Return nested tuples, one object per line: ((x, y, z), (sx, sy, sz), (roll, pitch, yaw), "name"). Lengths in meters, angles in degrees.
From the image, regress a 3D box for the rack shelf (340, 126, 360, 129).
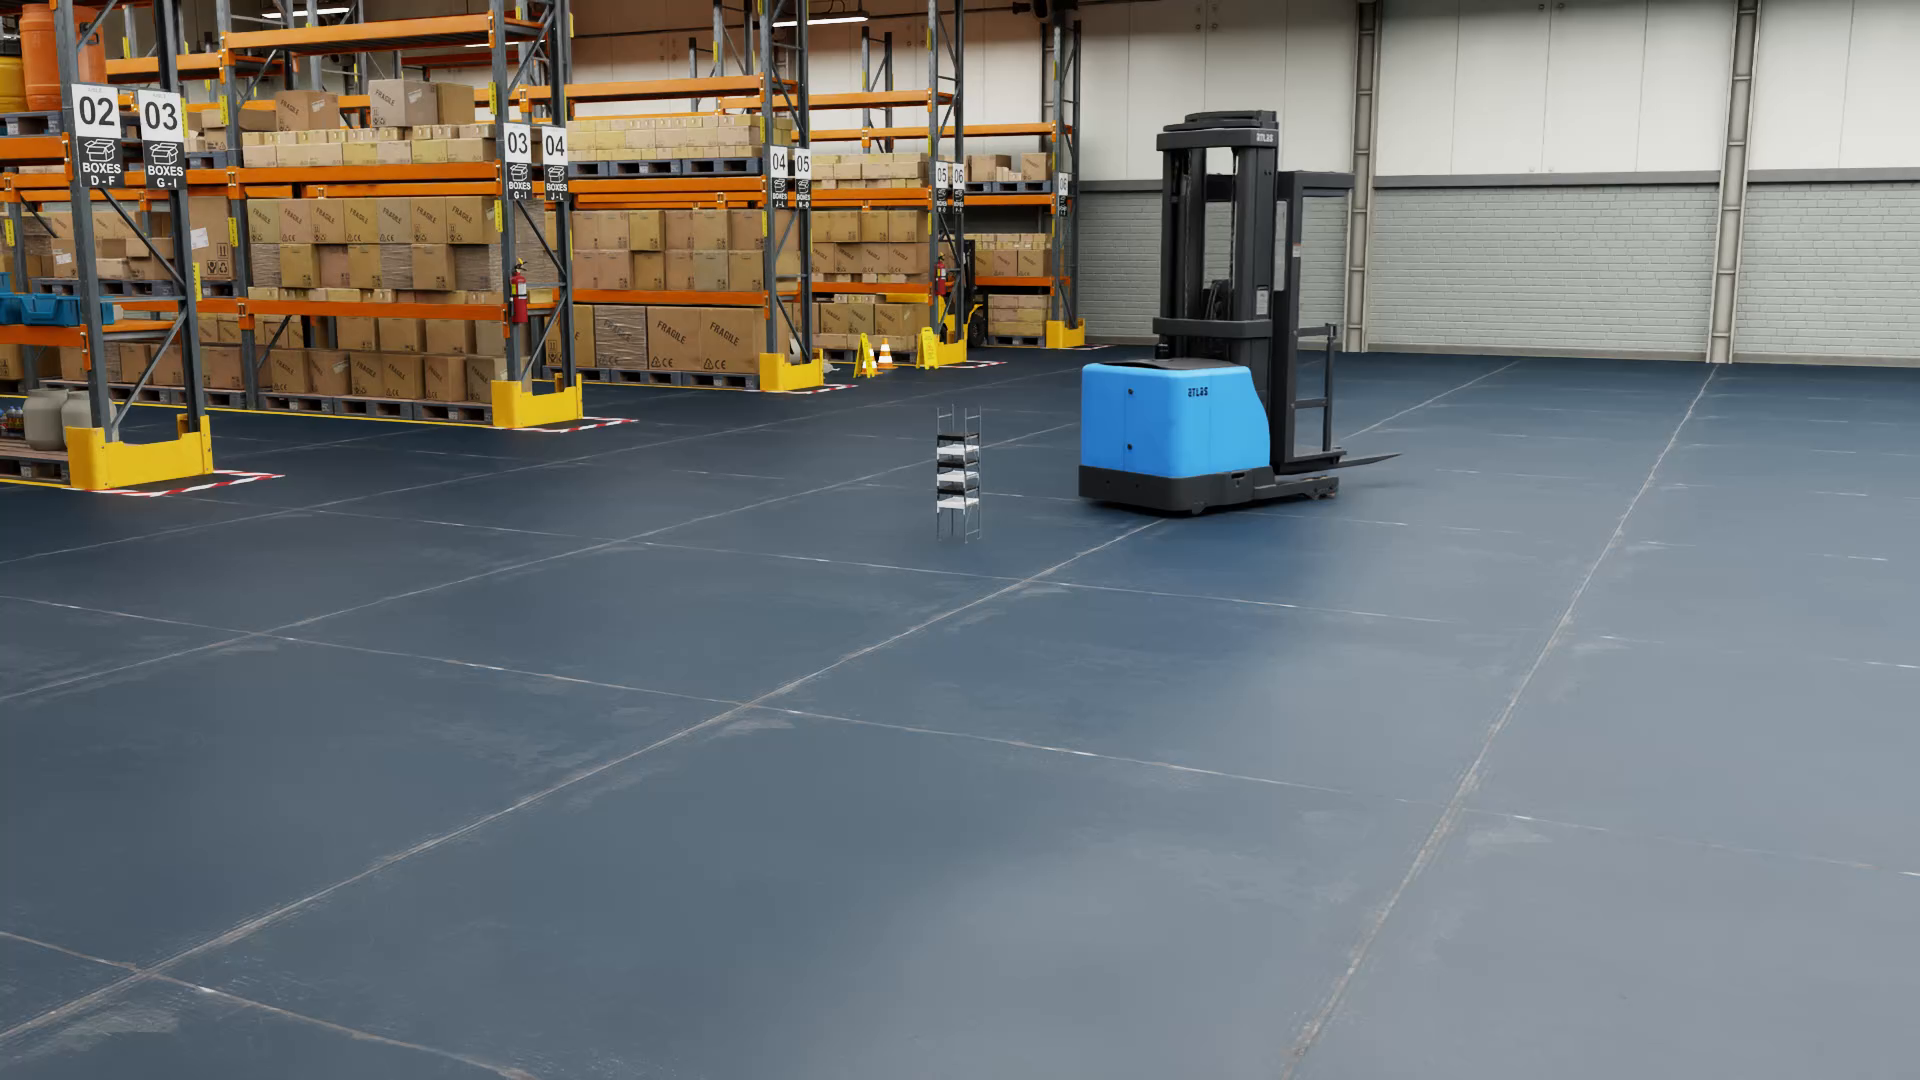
((-12.770, -7.862, 32.547), (4.000, 0.370, 1.077), (5, 11, 26), "rack shelf")

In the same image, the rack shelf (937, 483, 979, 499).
((-0.007, -0.322, 11.176), (0.200, 0.077, 0.258), (5, 11, 26), "rack shelf")

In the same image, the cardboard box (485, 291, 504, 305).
((-4.947, -2.641, 18.105), (0.250, 0.149, 0.380), (5, 11, 26), "cardboard box")

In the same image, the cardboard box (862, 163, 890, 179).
((-1.238, -5.946, 26.823), (0.500, 0.250, 0.500), (5, 11, 25), "cardboard box")

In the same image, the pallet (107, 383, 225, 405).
((-9.984, -1.875, 20.999), (1.213, 0.211, 1.003), (5, 11, 26), "pallet")

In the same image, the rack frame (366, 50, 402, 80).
((-10.977, -8.255, 31.577), (0.127, 3.000, 1.000), (5, 11, 26), "rack frame")

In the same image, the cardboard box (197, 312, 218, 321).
((-12.052, -3.709, 27.033), (0.500, 0.250, 0.500), (5, 12, 27), "cardboard box")

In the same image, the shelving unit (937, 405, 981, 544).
((-0.007, -0.443, 11.154), (0.210, 0.900, 0.258), (5, 11, 26), "shelving unit")

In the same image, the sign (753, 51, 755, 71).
((-3.546, -8.209, 28.474), (0.005, 0.325, 0.100), (5, 11, 26), "sign")

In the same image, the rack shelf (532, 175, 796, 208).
((-4.109, -4.839, 23.142), (4.000, 0.370, 1.077), (5, 11, 26), "rack shelf")

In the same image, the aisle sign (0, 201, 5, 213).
((-16.862, -6.057, 28.976), (0.004, 0.787, 0.394), (5, 11, 26), "aisle sign")

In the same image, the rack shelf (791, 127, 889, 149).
((-3.403, -8.025, 33.446), (4.000, 0.370, 1.077), (5, 11, 26), "rack shelf")

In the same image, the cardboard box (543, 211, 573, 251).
((-5.587, -4.445, 23.915), (0.550, 0.550, 0.875), (5, 11, 26), "cardboard box")

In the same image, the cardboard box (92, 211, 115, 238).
((-14.084, -5.226, 27.761), (0.500, 0.500, 0.500), (5, 11, 24), "cardboard box")

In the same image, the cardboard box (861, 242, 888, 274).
((-1.271, -4.592, 27.066), (0.500, 0.500, 0.500), (5, 11, 26), "cardboard box")

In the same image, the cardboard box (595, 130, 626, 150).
((-4.682, -5.517, 22.992), (0.500, 0.250, 0.500), (5, 11, 25), "cardboard box")

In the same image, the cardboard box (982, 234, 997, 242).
((0.608, -5.725, 31.504), (0.250, 0.149, 0.380), (5, 12, 27), "cardboard box")

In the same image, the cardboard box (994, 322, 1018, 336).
((0.975, -4.032, 31.626), (0.500, 0.250, 0.500), (5, 11, 26), "cardboard box")

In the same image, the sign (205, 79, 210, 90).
((-14.815, -9.020, 32.734), (0.005, 0.325, 0.100), (5, 11, 26), "sign")

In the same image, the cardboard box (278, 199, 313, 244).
((-7.447, -3.663, 19.122), (0.500, 0.500, 0.500), (5, 11, 26), "cardboard box")

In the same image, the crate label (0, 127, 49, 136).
((-8.324, -3.587, 14.623), (0.408, 0.251, 0.502), (5, 11, 26), "crate label")

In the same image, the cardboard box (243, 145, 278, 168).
((-7.897, -4.416, 19.207), (0.500, 0.250, 0.500), (5, 11, 24), "cardboard box")

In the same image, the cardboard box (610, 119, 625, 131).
((-4.584, -5.692, 22.842), (0.250, 0.149, 0.380), (5, 11, 26), "cardboard box")

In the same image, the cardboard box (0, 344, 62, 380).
((-12.384, -2.624, 22.095), (0.875, 0.875, 1.225), (4, 11, 23), "cardboard box")

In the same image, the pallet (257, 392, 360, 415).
((-7.570, -1.671, 19.870), (1.213, 0.211, 1.003), (5, 11, 26), "pallet")

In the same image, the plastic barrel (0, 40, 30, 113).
((-7.870, -3.829, 13.833), (0.600, 0.588, 0.600), (0, 10, 0), "plastic barrel")

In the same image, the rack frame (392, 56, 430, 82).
((-12.371, -9.364, 37.700), (0.127, 3.000, 1.000), (5, 11, 26), "rack frame")

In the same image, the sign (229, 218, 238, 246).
((-8.430, -3.571, 19.288), (0.005, 0.325, 0.100), (5, 11, 26), "sign")

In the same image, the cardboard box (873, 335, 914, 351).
((-1.081, -3.234, 27.219), (0.500, 0.250, 0.500), (5, 11, 26), "cardboard box")

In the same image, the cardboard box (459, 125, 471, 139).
((-5.169, -4.385, 17.914), (0.250, 0.149, 0.380), (5, 11, 24), "cardboard box")

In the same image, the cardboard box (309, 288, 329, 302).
((-7.238, -2.820, 19.096), (0.250, 0.149, 0.380), (5, 11, 26), "cardboard box")

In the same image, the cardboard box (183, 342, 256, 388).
((-9.148, -2.169, 20.577), (0.500, 0.500, 0.700), (5, 11, 25), "cardboard box")

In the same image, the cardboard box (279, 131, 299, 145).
((-7.529, -4.579, 18.987), (0.250, 0.149, 0.380), (5, 11, 26), "cardboard box")

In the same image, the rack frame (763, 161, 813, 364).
((-2.315, -3.559, 22.474), (0.127, 3.000, 1.000), (5, 11, 26), "rack frame")

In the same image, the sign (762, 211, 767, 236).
((-2.568, -4.160, 21.877), (0.005, 0.325, 0.100), (5, 11, 26), "sign")

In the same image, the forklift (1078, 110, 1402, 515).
((2.353, -1.819, 13.050), (3.031, 2.935, 1.130), (-9, 13, -40), "forklift")

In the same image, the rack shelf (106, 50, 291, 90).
((-9.981, -5.649, 20.319), (4.000, 0.370, 1.077), (5, 11, 26), "rack shelf")

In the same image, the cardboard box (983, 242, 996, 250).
((0.617, -5.582, 31.550), (0.250, 0.149, 0.380), (5, 11, 24), "cardboard box")

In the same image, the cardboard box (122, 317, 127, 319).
((-14.480, -3.763, 28.756), (0.250, 0.149, 0.380), (5, 11, 23), "cardboard box")

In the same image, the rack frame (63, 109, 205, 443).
((-6.792, -1.984, 13.770), (0.127, 3.000, 1.000), (5, 11, 26), "rack frame")

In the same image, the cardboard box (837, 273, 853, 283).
((-1.823, -4.319, 27.378), (0.250, 0.149, 0.380), (5, 11, 25), "cardboard box")

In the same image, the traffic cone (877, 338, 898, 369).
((-1.172, -2.937, 26.161), (0.334, 0.463, 0.336), (5, 11, 26), "traffic cone")

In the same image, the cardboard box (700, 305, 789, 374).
((-2.952, -2.763, 22.863), (0.875, 0.875, 0.875), (5, 11, 26), "cardboard box")

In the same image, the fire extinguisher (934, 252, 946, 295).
((-0.317, -4.237, 26.437), (0.183, 0.674, 0.296), (5, 11, 26), "fire extinguisher")

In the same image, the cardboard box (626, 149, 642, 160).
((-4.362, -5.280, 22.804), (0.250, 0.149, 0.380), (5, 11, 27), "cardboard box")

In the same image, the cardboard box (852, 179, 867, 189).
((-1.562, -5.777, 27.011), (0.250, 0.149, 0.380), (5, 11, 25), "cardboard box")

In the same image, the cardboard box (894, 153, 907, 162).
((-0.864, -6.109, 26.603), (0.250, 0.149, 0.380), (5, 12, 27), "cardboard box")

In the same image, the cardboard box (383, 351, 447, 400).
((-6.257, -1.898, 19.132), (0.500, 0.500, 0.500), (6, 12, 31), "cardboard box")
